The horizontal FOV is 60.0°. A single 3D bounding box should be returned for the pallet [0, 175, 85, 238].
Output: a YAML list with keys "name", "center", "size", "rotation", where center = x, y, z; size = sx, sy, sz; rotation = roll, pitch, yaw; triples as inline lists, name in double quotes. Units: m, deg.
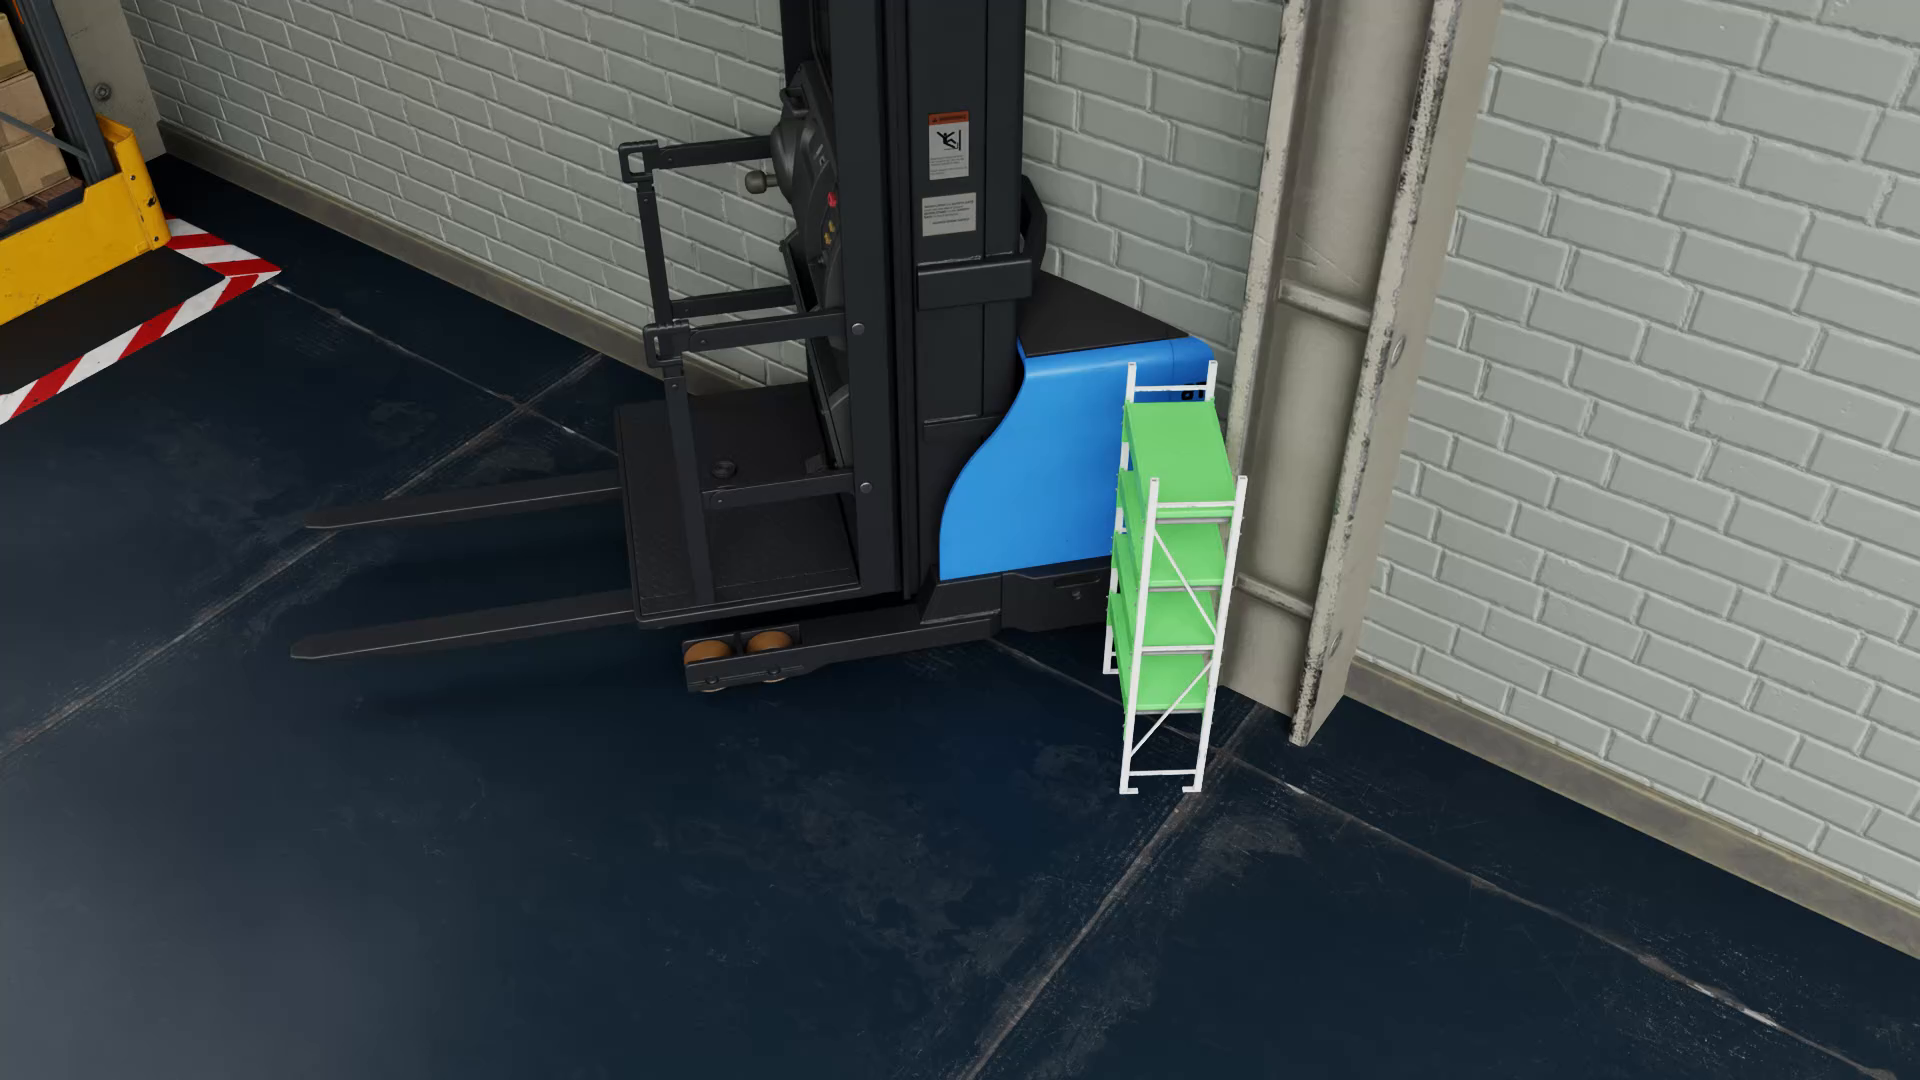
- name: "pallet"
  center: [-4.540, -1.416, 7.174]
  size: [1.213, 0.211, 1.003]
  rotation: [25, 48, 25]

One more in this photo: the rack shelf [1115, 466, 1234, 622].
- name: "rack shelf"
  center: [0.583, 0.001, 4.585]
  size: [0.258, 0.148, 0.480]
  rotation: [-1, 42, -2]

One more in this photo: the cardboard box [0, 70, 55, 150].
- name: "cardboard box"
  center: [-4.155, -1.797, 6.881]
  size: [0.500, 0.250, 0.500]
  rotation: [26, 48, 26]

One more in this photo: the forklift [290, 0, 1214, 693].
- name: "forklift"
  center: [-0.614, -1.003, 4.673]
  size: [3.031, 2.935, 1.130]
  rotation: [-8, 42, -9]

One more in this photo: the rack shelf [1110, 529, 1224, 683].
- name: "rack shelf"
  center: [0.583, 0.180, 4.745]
  size: [0.258, 0.148, 0.480]
  rotation: [-1, 42, -2]

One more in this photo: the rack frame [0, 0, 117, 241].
- name: "rack frame"
  center: [-3.889, -2.186, 5.943]
  size: [0.127, 3.000, 1.000]
  rotation: [25, 48, 25]

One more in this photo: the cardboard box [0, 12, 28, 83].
- name: "cardboard box"
  center: [-4.174, -1.977, 6.708]
  size: [0.500, 0.250, 0.500]
  rotation: [24, 47, 25]

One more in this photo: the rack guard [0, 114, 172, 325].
- name: "rack guard"
  center: [-3.870, -1.245, 6.766]
  size: [0.348, 0.500, 1.175]
  rotation: [25, 48, 25]

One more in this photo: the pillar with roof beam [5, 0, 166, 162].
- name: "pillar with roof beam"
  center: [-6.414, -2.830, 2.164]
  size: [0.400, 9.000, 9.100]
  rotation: [25, 48, 25]

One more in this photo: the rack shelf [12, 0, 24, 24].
- name: "rack shelf"
  center: [-5.527, -2.683, 7.039]
  size: [4.000, 0.370, 1.077]
  rotation: [25, 48, 25]

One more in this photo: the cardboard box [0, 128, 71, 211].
- name: "cardboard box"
  center: [-4.179, -1.612, 7.049]
  size: [0.500, 0.250, 0.500]
  rotation: [25, 48, 25]

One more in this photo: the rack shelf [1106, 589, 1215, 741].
- name: "rack shelf"
  center: [0.583, 0.359, 4.905]
  size: [0.258, 0.148, 0.480]
  rotation: [-1, 42, -2]

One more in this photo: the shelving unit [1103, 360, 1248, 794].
- name: "shelving unit"
  center: [0.583, 0.133, 4.702]
  size: [0.258, 1.200, 0.503]
  rotation: [-1, 42, -2]

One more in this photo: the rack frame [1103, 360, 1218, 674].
- name: "rack frame"
  center: [0.574, -0.030, 4.884]
  size: [0.240, 1.200, 0.015]
  rotation: [-1, 42, -2]

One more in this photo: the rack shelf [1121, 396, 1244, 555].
- name: "rack shelf"
  center: [0.583, -0.178, 4.425]
  size: [0.258, 0.148, 0.480]
  rotation: [-1, 42, -2]

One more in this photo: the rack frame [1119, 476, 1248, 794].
- name: "rack frame"
  center: [0.592, 0.295, 4.520]
  size: [0.240, 1.200, 0.015]
  rotation: [-1, 42, -2]
